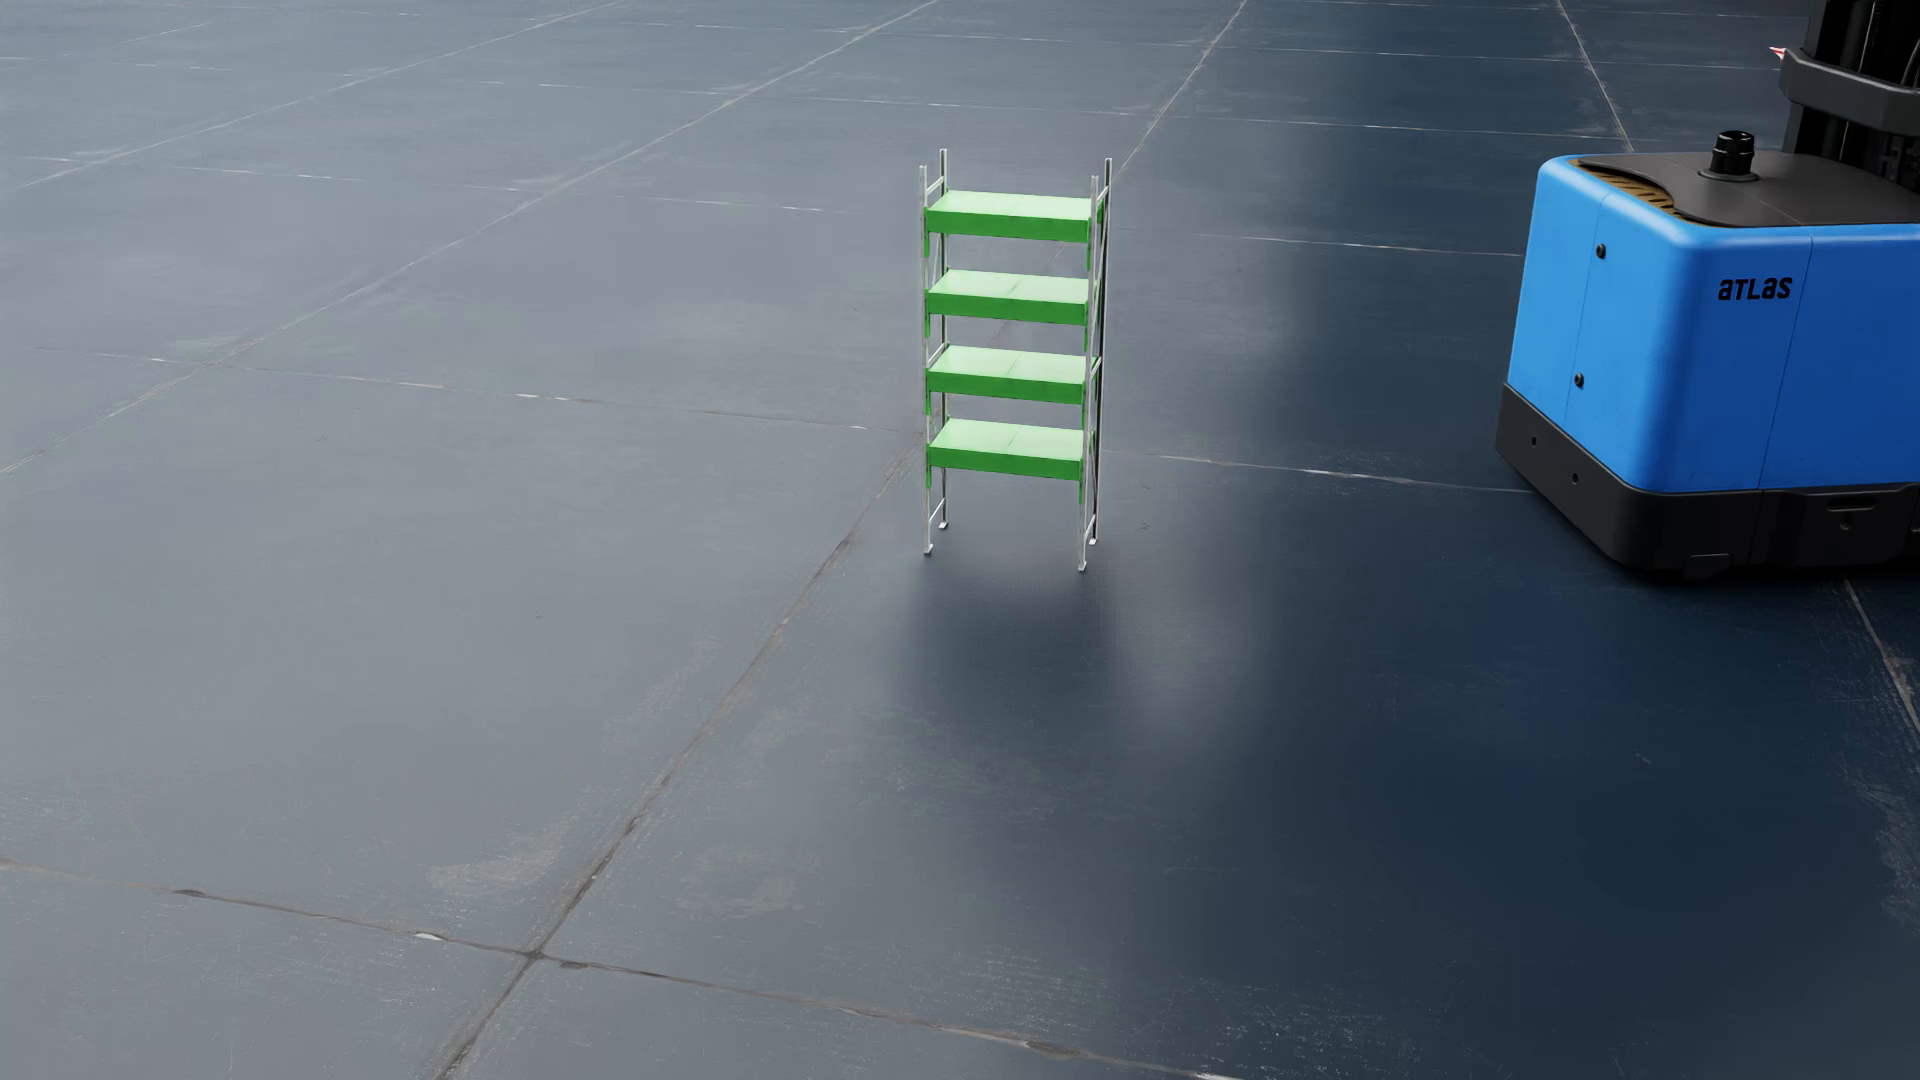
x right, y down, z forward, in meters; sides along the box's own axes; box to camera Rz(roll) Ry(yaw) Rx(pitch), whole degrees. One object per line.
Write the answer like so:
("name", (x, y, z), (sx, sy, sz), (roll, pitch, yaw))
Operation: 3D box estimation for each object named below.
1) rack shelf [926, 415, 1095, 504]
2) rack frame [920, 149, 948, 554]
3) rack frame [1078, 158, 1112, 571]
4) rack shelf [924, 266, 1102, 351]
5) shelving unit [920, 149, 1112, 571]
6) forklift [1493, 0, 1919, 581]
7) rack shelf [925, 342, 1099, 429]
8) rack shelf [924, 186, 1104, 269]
("rack shelf", (0.160, -0.250, 5.086), (0.480, 0.148, 0.258), (6, 26, 13))
("rack frame", (-0.076, -0.550, 5.010), (0.015, 1.200, 0.240), (6, 26, 13))
("rack frame", (0.397, -0.498, 4.900), (0.015, 1.200, 0.240), (6, 26, 13))
("rack shelf", (0.160, -0.683, 4.879), (0.480, 0.148, 0.258), (6, 26, 13))
("shelving unit", (0.160, -0.524, 4.955), (0.503, 1.200, 0.258), (6, 26, 13))
("forklift", (3.398, -1.463, 4.912), (3.031, 2.935, 1.130), (-3, 26, -6))
("rack shelf", (0.160, -0.466, 4.982), (0.480, 0.148, 0.258), (6, 26, 13))
("rack shelf", (0.160, -0.900, 4.776), (0.480, 0.148, 0.258), (6, 26, 13))
